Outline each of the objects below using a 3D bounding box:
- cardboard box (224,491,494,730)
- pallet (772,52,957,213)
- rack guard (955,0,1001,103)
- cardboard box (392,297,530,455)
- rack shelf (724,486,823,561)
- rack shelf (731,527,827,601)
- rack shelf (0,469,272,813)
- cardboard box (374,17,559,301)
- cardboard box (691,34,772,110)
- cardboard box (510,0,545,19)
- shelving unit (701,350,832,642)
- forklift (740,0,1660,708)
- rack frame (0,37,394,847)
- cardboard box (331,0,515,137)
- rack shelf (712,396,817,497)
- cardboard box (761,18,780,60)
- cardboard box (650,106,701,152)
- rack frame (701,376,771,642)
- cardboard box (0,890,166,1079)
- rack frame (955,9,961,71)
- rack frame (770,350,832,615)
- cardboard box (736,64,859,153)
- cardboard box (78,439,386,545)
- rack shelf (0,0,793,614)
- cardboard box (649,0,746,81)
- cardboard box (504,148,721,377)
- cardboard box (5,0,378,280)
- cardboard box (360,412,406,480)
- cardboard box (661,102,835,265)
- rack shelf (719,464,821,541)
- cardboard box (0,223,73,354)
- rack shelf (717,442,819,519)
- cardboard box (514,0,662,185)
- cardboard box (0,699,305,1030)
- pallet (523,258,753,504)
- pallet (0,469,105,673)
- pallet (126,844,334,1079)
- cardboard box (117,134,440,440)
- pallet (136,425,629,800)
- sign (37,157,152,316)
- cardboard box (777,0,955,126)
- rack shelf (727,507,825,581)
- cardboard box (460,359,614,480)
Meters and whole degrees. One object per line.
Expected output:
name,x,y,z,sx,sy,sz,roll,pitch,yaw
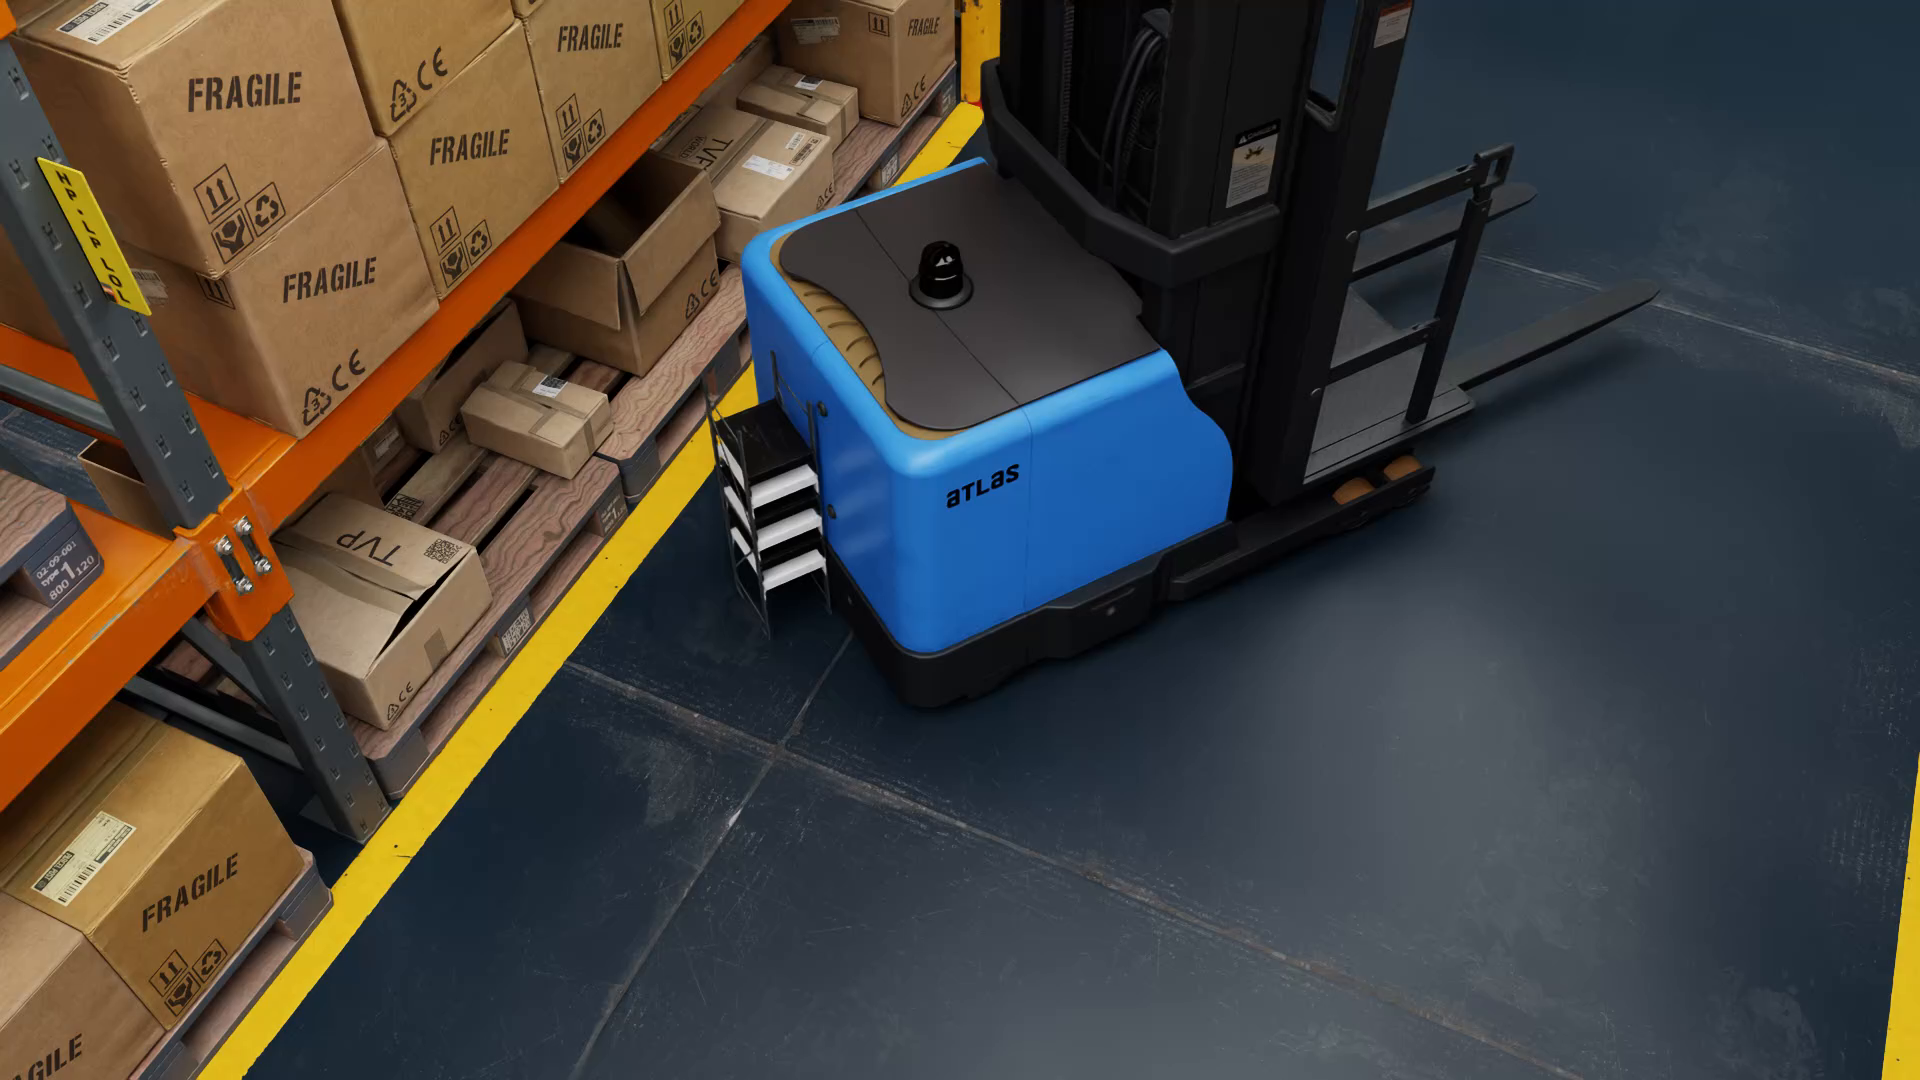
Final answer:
cardboard box,-1.675,0.169,4.613,0.500,0.311,0.500,20,52,16
pallet,-0.713,-1.590,6.465,1.003,0.211,1.213,20,52,16
rack guard,-0.374,-2.233,6.822,1.175,0.500,0.348,20,52,16
cardboard box,-1.743,-0.613,5.279,0.500,0.311,0.500,20,52,16
rack shelf,-0.540,-0.084,4.774,0.200,0.077,0.258,-24,54,-19
rack shelf,-0.540,0.033,4.911,0.200,0.077,0.258,-24,54,-19
rack shelf,-2.904,1.269,2.673,1.077,0.370,4.000,20,52,16
cardboard box,-1.370,-0.989,4.057,0.500,0.500,0.500,21,53,17
cardboard box,-1.044,-1.720,6.261,0.500,0.250,0.500,20,52,16
cardboard box,-1.154,-1.640,3.953,0.500,0.500,0.500,18,52,15
shelving unit,-0.540,-0.105,4.749,0.210,0.900,0.258,-24,54,-19
forklift,0.920,-1.313,4.443,3.031,2.935,1.130,-24,54,-19
rack frame,-2.050,-0.341,3.571,1.000,3.000,0.127,20,52,16
cardboard box,-1.374,-1.286,3.652,0.500,0.500,0.500,18,52,15
rack shelf,-0.540,-0.259,4.568,0.200,0.077,0.258,-24,54,-19
cardboard box,-0.938,-1.971,6.529,0.380,0.166,0.250,20,52,16
cardboard box,-1.257,-1.376,5.968,0.500,0.250,0.500,20,52,16
rack frame,-0.628,-0.067,4.716,0.006,0.900,0.240,-24,54,-19
cardboard box,-2.221,1.097,3.699,0.500,0.500,0.500,20,52,16
rack frame,-0.341,-3.095,5.914,1.000,3.000,0.127,20,52,16
rack frame,-0.452,-0.144,4.781,0.006,0.900,0.240,-24,54,-19
cardboard box,-0.605,-1.616,6.227,0.380,0.166,0.250,20,52,16
cardboard box,-2.063,-0.158,4.767,0.500,0.500,0.500,20,52,16
rack shelf,-1.196,-1.485,5.016,1.077,0.370,4.000,20,52,16
cardboard box,-0.938,-1.684,4.647,0.500,0.500,0.500,19,52,16
cardboard box,-1.252,-0.970,5.456,0.797,0.503,0.637,20,52,16
cardboard box,-1.594,-0.930,3.350,0.500,0.500,0.500,21,53,17
cardboard box,-1.957,-0.322,5.138,0.380,0.149,0.250,20,52,16
cardboard box,-0.784,-1.248,5.859,0.500,0.250,0.500,20,52,16
rack shelf,-0.540,-0.142,4.705,0.200,0.077,0.258,-24,54,-19
cardboard box,-2.068,-0.801,3.896,0.500,0.500,0.500,21,53,17
rack shelf,-0.540,-0.200,4.637,0.200,0.077,0.258,-24,54,-19
cardboard box,-1.154,-1.333,4.349,0.500,0.500,0.500,20,52,16
cardboard box,-2.002,0.760,3.987,0.500,0.500,0.500,20,52,16
pallet,-1.236,-0.753,5.752,1.003,0.211,1.213,20,52,16
pallet,-2.490,0.236,3.206,1.003,0.211,1.213,20,52,16
pallet,-2.363,1.135,4.146,1.003,0.211,1.213,20,52,16
cardboard box,-1.586,-0.636,3.756,0.500,0.500,0.500,21,53,17
pallet,-1.756,0.090,5.035,1.003,0.211,1.213,20,52,16
sign,-1.547,-0.538,2.978,0.100,0.325,0.005,20,52,16
cardboard box,-0.351,-1.973,6.312,0.500,0.500,0.500,20,52,16
rack shelf,-0.540,-0.025,4.843,0.200,0.077,0.258,-24,54,-19
cardboard box,-1.315,-0.383,5.178,0.380,0.166,0.250,20,52,16
